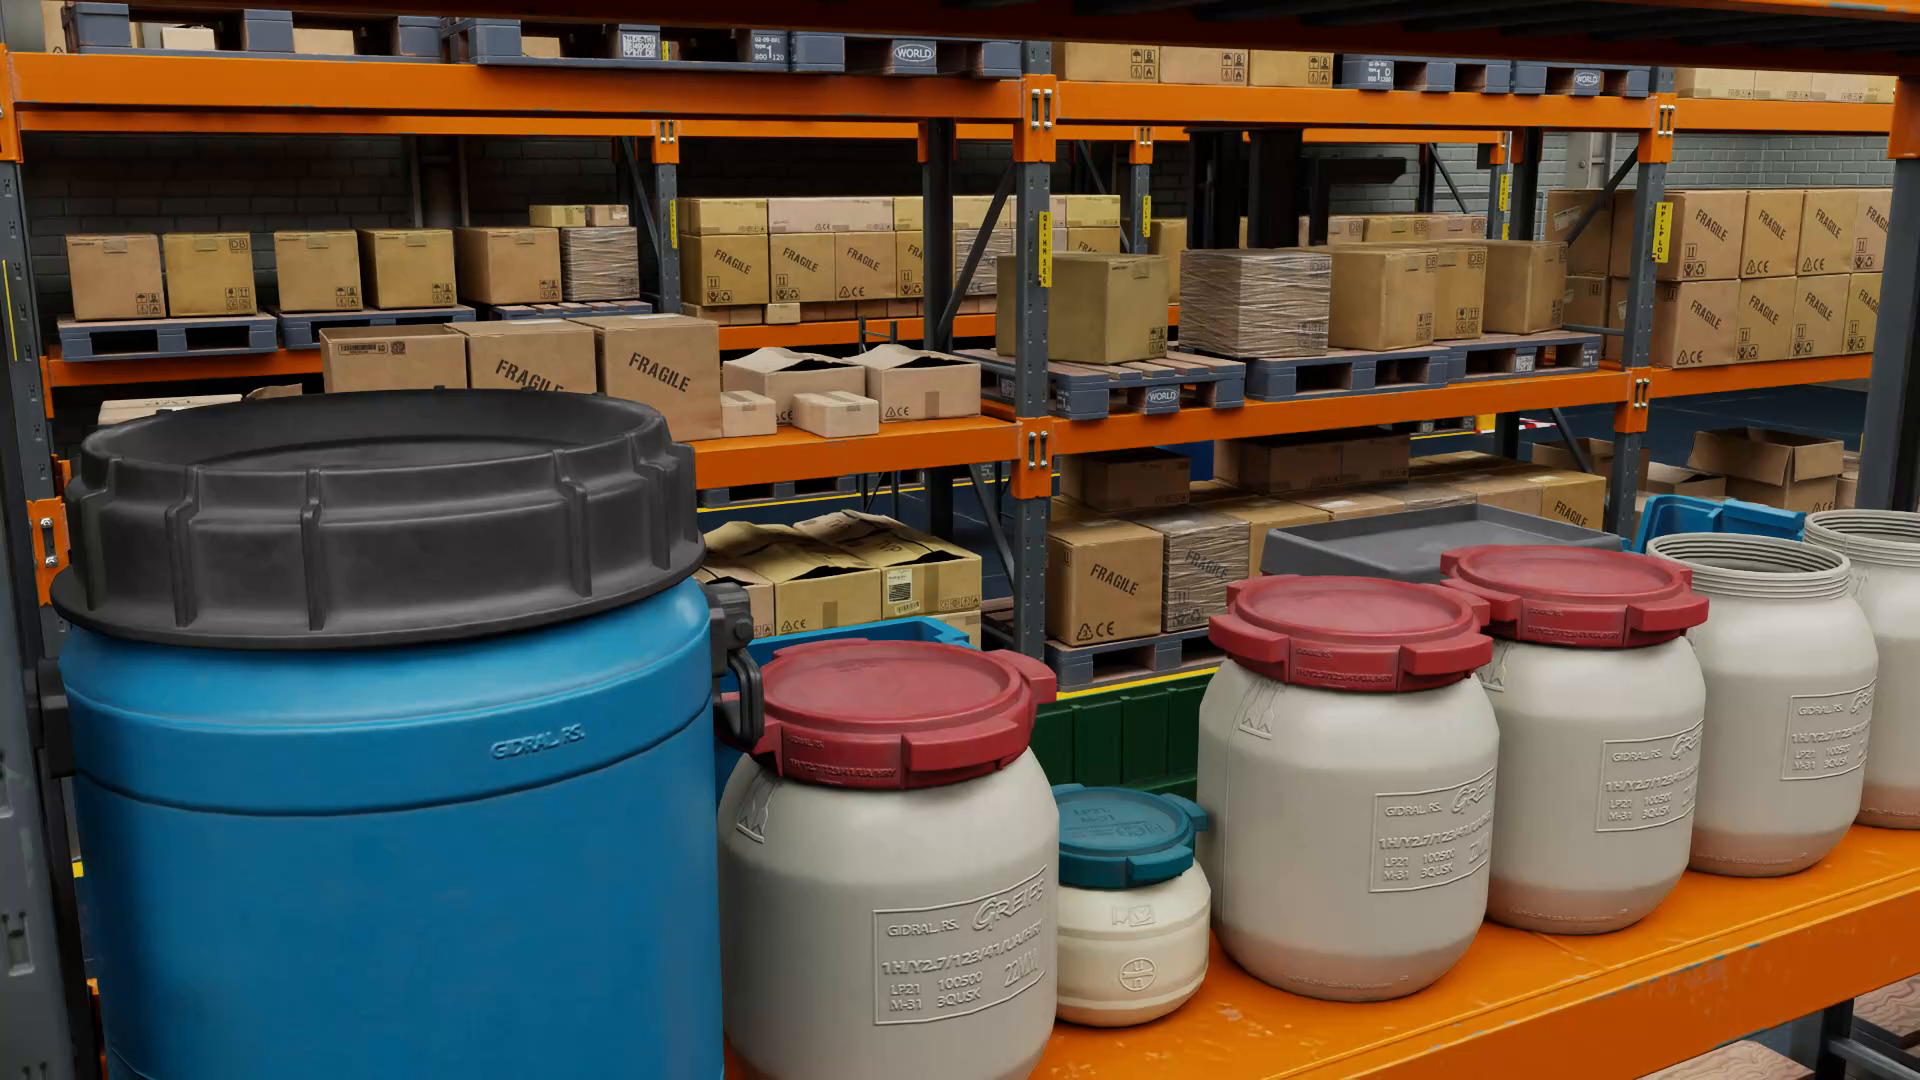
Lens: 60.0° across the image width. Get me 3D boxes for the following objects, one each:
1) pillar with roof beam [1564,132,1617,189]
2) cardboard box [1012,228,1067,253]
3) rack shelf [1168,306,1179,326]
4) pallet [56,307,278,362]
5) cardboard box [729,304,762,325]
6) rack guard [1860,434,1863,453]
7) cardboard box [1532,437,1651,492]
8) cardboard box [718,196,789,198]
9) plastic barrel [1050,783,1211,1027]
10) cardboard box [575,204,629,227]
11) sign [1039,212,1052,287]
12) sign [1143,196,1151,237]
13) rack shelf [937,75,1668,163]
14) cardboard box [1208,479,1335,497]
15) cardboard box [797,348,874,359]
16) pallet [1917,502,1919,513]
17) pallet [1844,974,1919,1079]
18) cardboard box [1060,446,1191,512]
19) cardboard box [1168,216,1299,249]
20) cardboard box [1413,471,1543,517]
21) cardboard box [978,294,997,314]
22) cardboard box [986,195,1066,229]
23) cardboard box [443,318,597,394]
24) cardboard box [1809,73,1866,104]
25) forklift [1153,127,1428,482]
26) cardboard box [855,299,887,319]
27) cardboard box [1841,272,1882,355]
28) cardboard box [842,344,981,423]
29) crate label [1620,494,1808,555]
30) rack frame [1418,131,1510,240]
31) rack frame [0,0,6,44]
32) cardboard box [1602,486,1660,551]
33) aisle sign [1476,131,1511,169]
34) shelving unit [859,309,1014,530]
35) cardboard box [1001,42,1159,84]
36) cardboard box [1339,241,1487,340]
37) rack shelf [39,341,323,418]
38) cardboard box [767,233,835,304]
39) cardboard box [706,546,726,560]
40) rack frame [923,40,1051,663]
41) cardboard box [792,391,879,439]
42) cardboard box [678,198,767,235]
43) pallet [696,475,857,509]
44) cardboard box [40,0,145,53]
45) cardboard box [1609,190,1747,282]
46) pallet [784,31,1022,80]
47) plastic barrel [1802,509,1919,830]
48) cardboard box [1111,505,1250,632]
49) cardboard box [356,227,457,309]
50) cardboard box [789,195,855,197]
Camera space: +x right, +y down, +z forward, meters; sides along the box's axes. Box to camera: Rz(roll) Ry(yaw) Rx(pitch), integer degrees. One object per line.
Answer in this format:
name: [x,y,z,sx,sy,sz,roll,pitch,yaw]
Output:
pillar with roof beam: [8.771,-5.168,13.575,0.400,9.000,9.100,-7,14,-28]
cardboard box: [0.514,-2.250,13.323,0.500,0.500,0.500,-7,14,-27]
rack shelf: [2.997,-2.058,15.062,4.000,0.370,1.077,-7,14,-28]
pallet: [-5.040,-1.316,10.562,1.213,0.211,1.003,-7,14,-28]
cardboard box: [-1.644,-1.680,12.269,0.250,0.149,0.380,-7,14,-27]
rack guard: [7.063,-0.438,11.916,0.348,0.500,1.175,-7,14,-28]
cardboard box: [3.983,-0.354,10.543,0.500,0.500,0.500,-7,14,-28]
cardboard box: [-1.539,-2.499,12.723,0.500,0.250,0.500,-7,15,-30]
plastic barrel: [0.202,0.510,2.327,0.301,0.262,0.301,0,13,0]
cardboard box: [-2.558,-2.316,11.861,0.250,0.149,0.380,-9,16,-35]
sign: [0.376,-1.282,7.337,0.005,0.325,0.100,-7,14,-28]
sign: [1.510,-2.622,13.469,0.005,0.325,0.100,-7,14,-28]
rack shelf: [1.863,-2.147,8.622,4.000,0.370,1.077,-7,14,-28]
cardboard box: [1.728,-0.073,9.294,0.500,0.500,0.500,-7,15,-30]
cardboard box: [-0.789,-1.077,13.003,0.750,0.750,0.750,-7,14,-28]
pallet: [6.363,-0.213,11.575,1.213,0.211,1.003,-7,14,-28]
pallet: [3.150,1.401,4.405,1.213,0.211,1.003,-7,14,-28]
cardboard box: [0.863,-0.335,8.750,0.500,0.250,0.500,-6,14,-26]
cardboard box: [2.369,-2.475,14.591,0.700,0.700,0.980,-7,15,-29]
cardboard box: [2.885,-0.082,9.334,0.500,0.500,0.500,-7,14,-28]
cardboard box: [0.171,-1.894,13.221,0.250,0.149,0.380,-7,14,-28]
cardboard box: [0.501,-2.618,13.252,0.500,0.250,0.500,-6,14,-27]
cardboard box: [-1.820,-0.638,6.882,0.500,0.500,0.500,-7,14,-28]
cardboard box: [5.044,-2.742,9.973,0.500,0.250,0.500,-7,14,-28]
forklift: [2.424,-1.673,11.868,3.031,2.935,1.130,-6,14,-25]
cardboard box: [-0.753,-1.796,12.784,0.250,0.149,0.380,-7,14,-27]
cardboard box: [5.530,-1.455,10.515,0.500,0.500,0.500,-7,14,-29]
cardboard box: [-0.233,-0.750,7.815,0.500,0.311,0.500,-6,14,-24]
crate label: [1.476,0.166,3.458,0.616,0.435,0.502,-7,14,-28]
rack frame: [4.753,-2.620,15.918,0.127,3.000,1.000,-7,14,-28]
rack frame: [-5.780,-4.284,9.650,0.127,3.000,1.000,-7,14,-28]
cardboard box: [4.090,-0.150,10.066,0.500,0.311,0.500,-7,14,-28]
aisle sign: [4.959,-3.838,15.409,0.004,0.787,0.394,-7,14,-28]
shelving unit: [-0.075,-0.723,10.905,1.048,1.500,0.538,-7,14,-28]
cardboard box: [0.474,-2.388,7.830,0.500,0.500,0.910,-7,14,-28]
cardboard box: [2.522,-1.407,9.345,0.500,0.500,0.700,-4,13,-19]
rack shelf: [-4.025,-1.217,11.322,4.000,0.370,1.077,-7,14,-28]
cardboard box: [-1.256,-2.037,12.377,0.500,0.500,0.500,-6,14,-26]
cardboard box: [-1.399,0.148,7.649,0.500,0.311,0.500,-7,15,-29]
rack frame: [0.107,-0.824,7.938,0.127,3.000,1.000,-7,14,-28]
cardboard box: [-0.550,-0.553,7.308,0.250,0.149,0.380,-7,14,-28]
cardboard box: [-1.722,-2.349,12.055,0.500,0.250,0.500,-6,14,-27]
pallet: [-1.541,-0.486,12.788,1.213,0.211,1.003,-7,14,-28]
cardboard box: [-5.262,-3.116,10.109,0.500,0.500,0.500,-5,13,-20]
cardboard box: [4.167,-1.777,9.666,0.500,0.500,0.500,-6,14,-26]
pallet: [-0.445,-2.106,7.235,1.003,0.211,1.213,-6,14,-25]
plastic barrel: [1.677,0.226,3.018,0.421,0.512,0.421,0,13,0]
cardboard box: [1.101,0.132,8.382,0.500,0.500,0.500,-7,15,-30]
cardboard box: [-3.760,-1.855,11.289,0.500,0.500,0.700,-7,14,-28]
cardboard box: [-1.087,-2.552,12.960,0.500,0.250,0.500,-7,15,-29]
